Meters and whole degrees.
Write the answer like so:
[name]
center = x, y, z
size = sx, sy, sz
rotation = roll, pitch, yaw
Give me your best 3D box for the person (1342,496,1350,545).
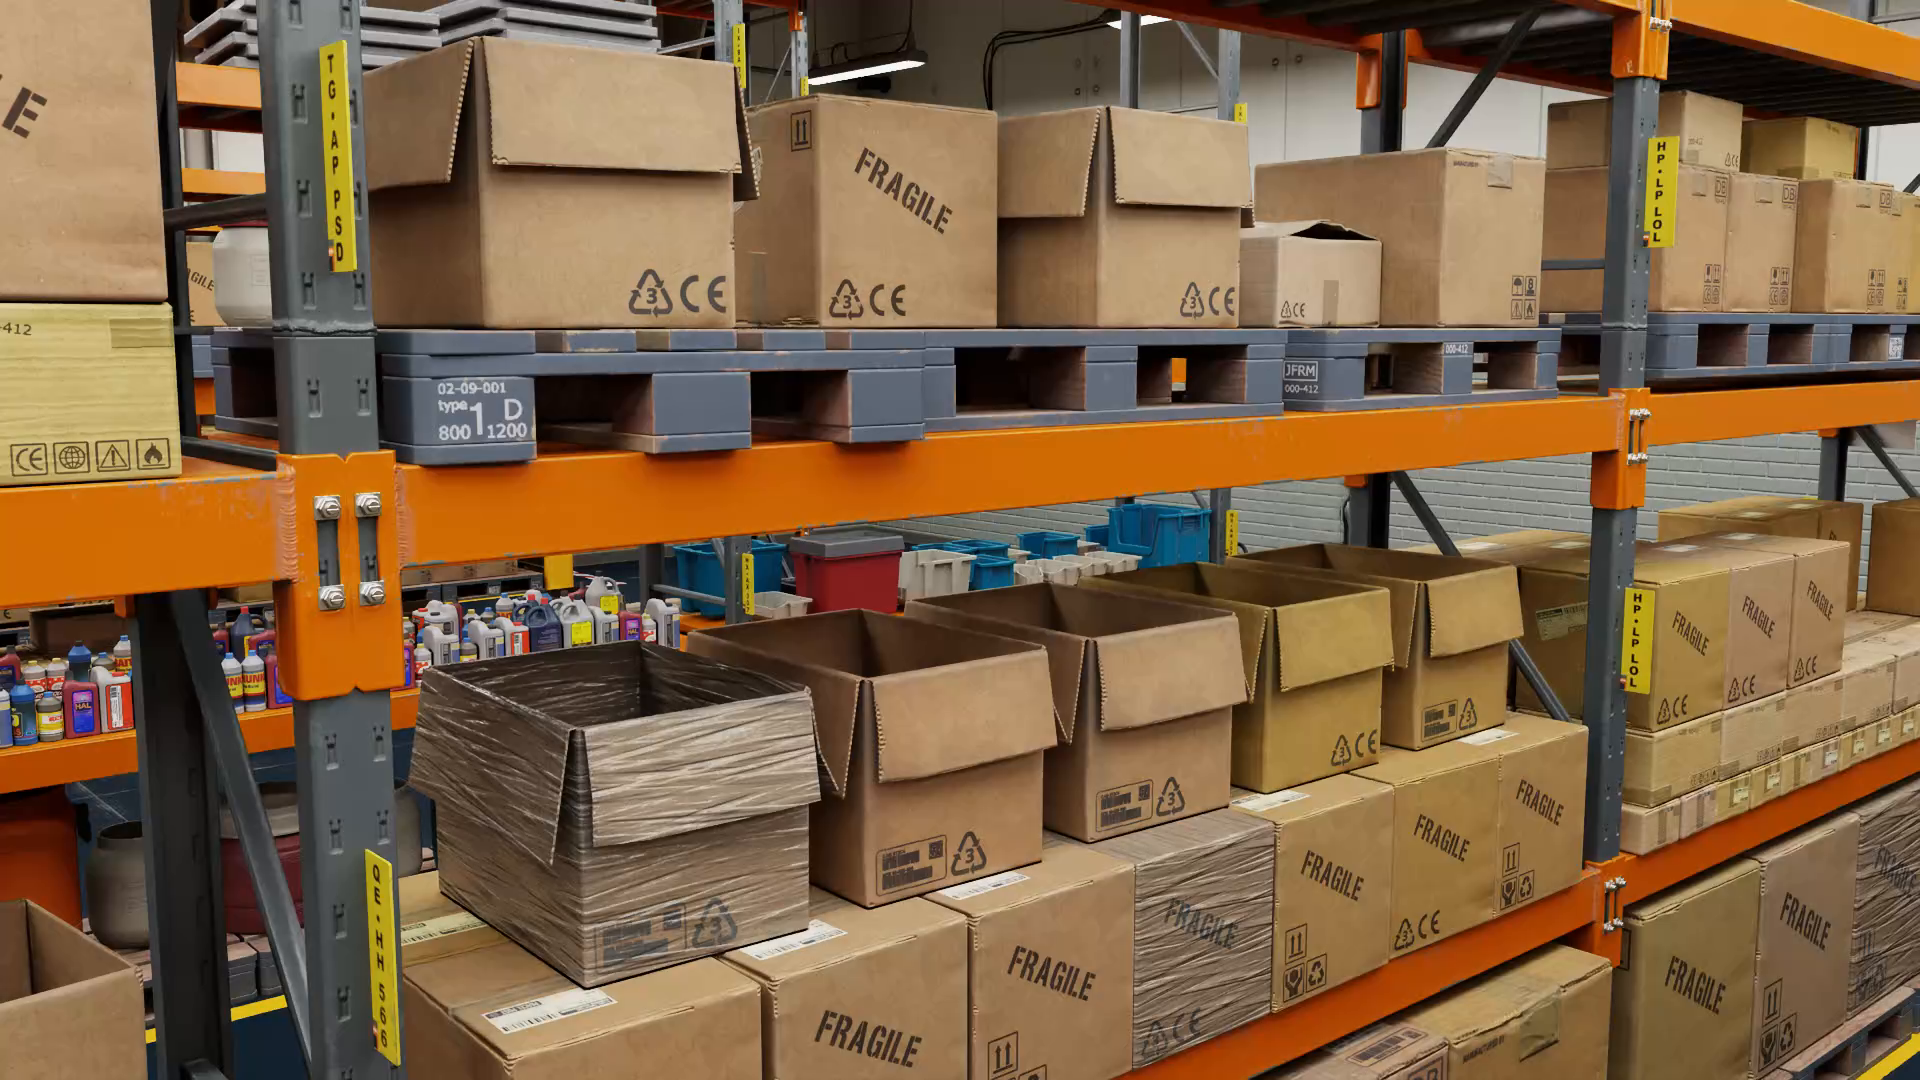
[person]
center = 3.704, 0.236, 15.128
size = 0.722, 1.769, 0.556
rotation = 3, 8, 19
